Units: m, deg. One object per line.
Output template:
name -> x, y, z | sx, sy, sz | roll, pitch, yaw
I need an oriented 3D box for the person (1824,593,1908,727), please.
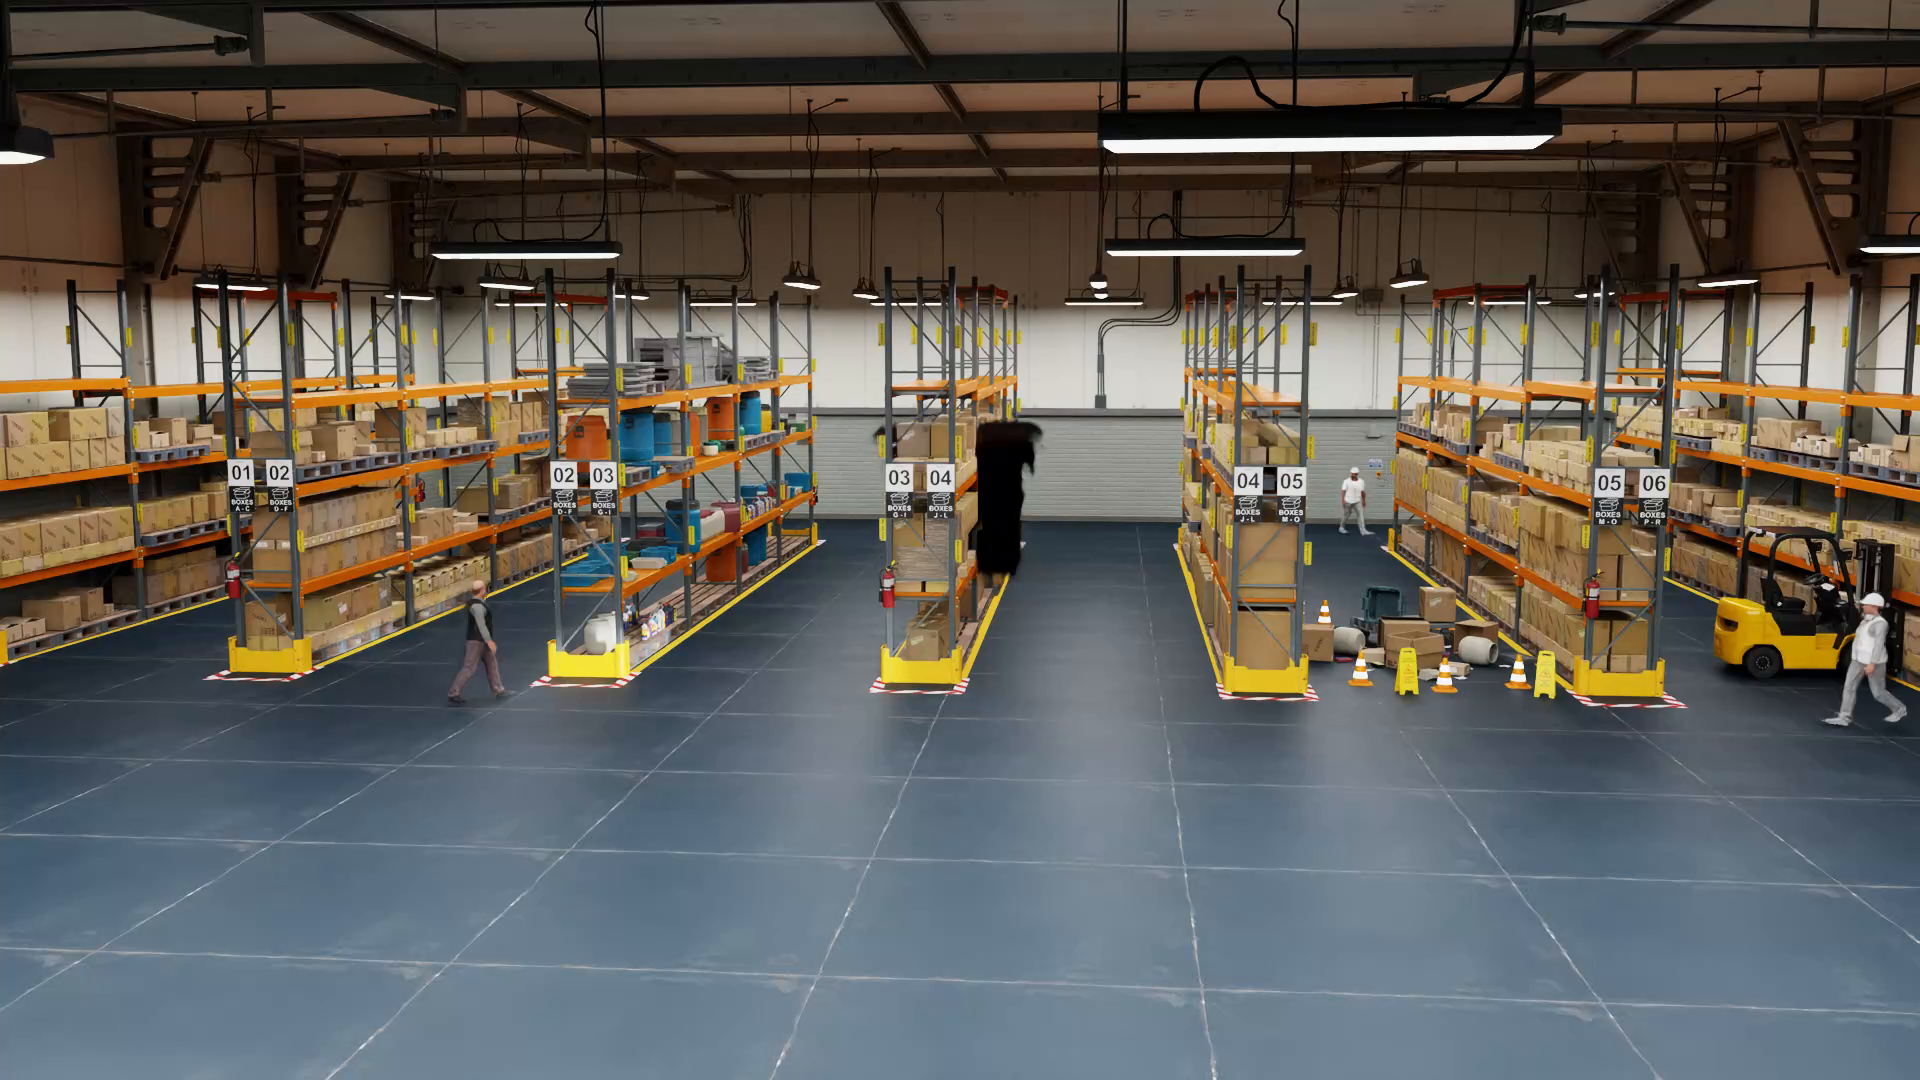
person -> 11.725, 1.552, 21.383 | 0.980, 1.750, 0.516 | -2, 7, -12

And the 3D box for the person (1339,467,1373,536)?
person -> 10.028, -0.980, 42.153 | 0.702, 1.721, 1.015 | -2, 7, -19

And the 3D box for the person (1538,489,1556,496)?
person -> 14.932, -1.003, 42.196 | 0.550, 1.749, 0.531 | -1, 7, -12

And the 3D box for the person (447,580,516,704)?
person -> -6.608, 1.393, 22.893 | 0.900, 1.697, 0.613 | -2, 7, -12
